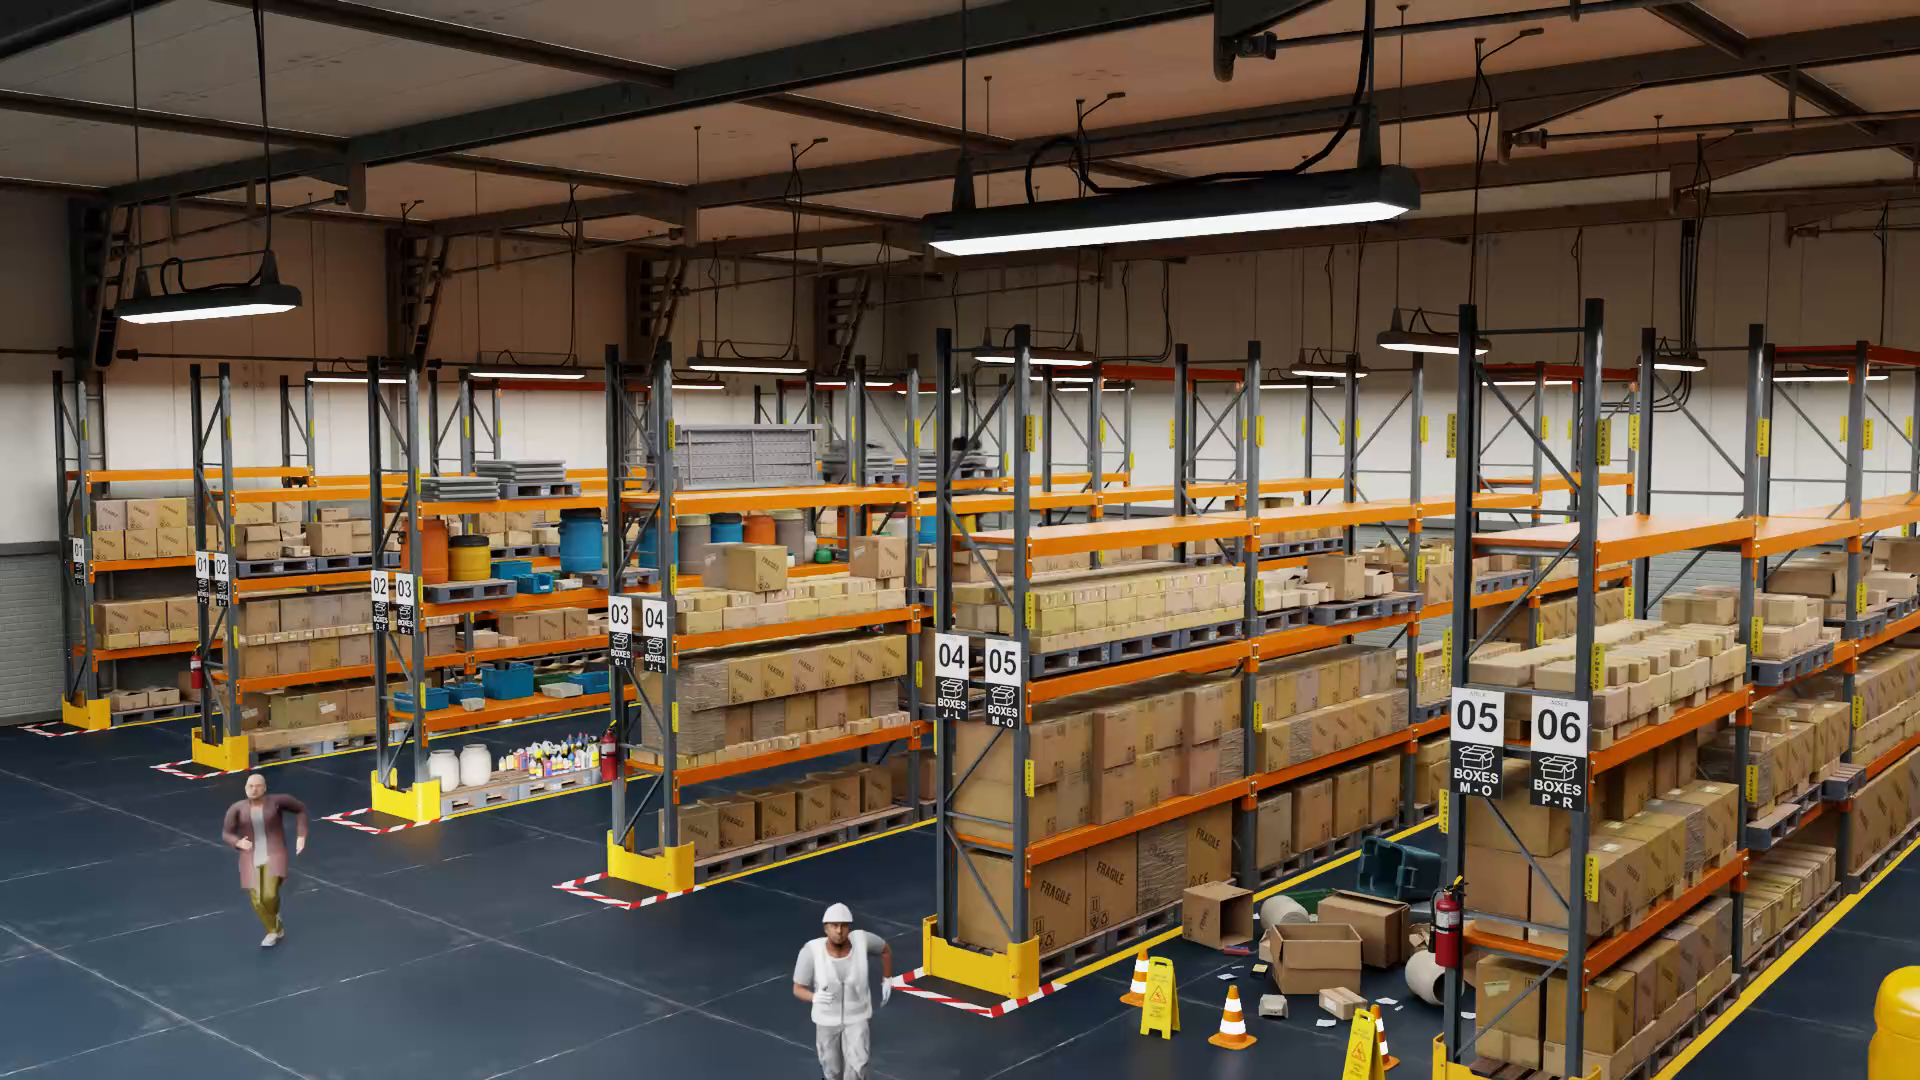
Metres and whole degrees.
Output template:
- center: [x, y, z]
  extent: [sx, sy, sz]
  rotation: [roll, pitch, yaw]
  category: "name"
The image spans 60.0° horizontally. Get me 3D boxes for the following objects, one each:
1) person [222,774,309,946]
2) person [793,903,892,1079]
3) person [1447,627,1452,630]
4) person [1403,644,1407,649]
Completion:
- center: [-6.763, 3.130, 16.170]
  extent: [0.761, 1.728, 0.704]
  rotation: [-1, 4, -13]
  category: "person"
- center: [-0.827, 3.419, 11.812]
  extent: [0.719, 1.747, 0.809]
  rotation: [0, 4, -7]
  category: "person"
- center: [8.057, 2.315, 27.342]
  extent: [0.706, 1.780, 0.950]
  rotation: [3, 5, 39]
  category: "person"
- center: [7.088, 2.459, 26.223]
  extent: [0.617, 1.670, 0.563]
  rotation: [4, 6, 43]
  category: "person"
